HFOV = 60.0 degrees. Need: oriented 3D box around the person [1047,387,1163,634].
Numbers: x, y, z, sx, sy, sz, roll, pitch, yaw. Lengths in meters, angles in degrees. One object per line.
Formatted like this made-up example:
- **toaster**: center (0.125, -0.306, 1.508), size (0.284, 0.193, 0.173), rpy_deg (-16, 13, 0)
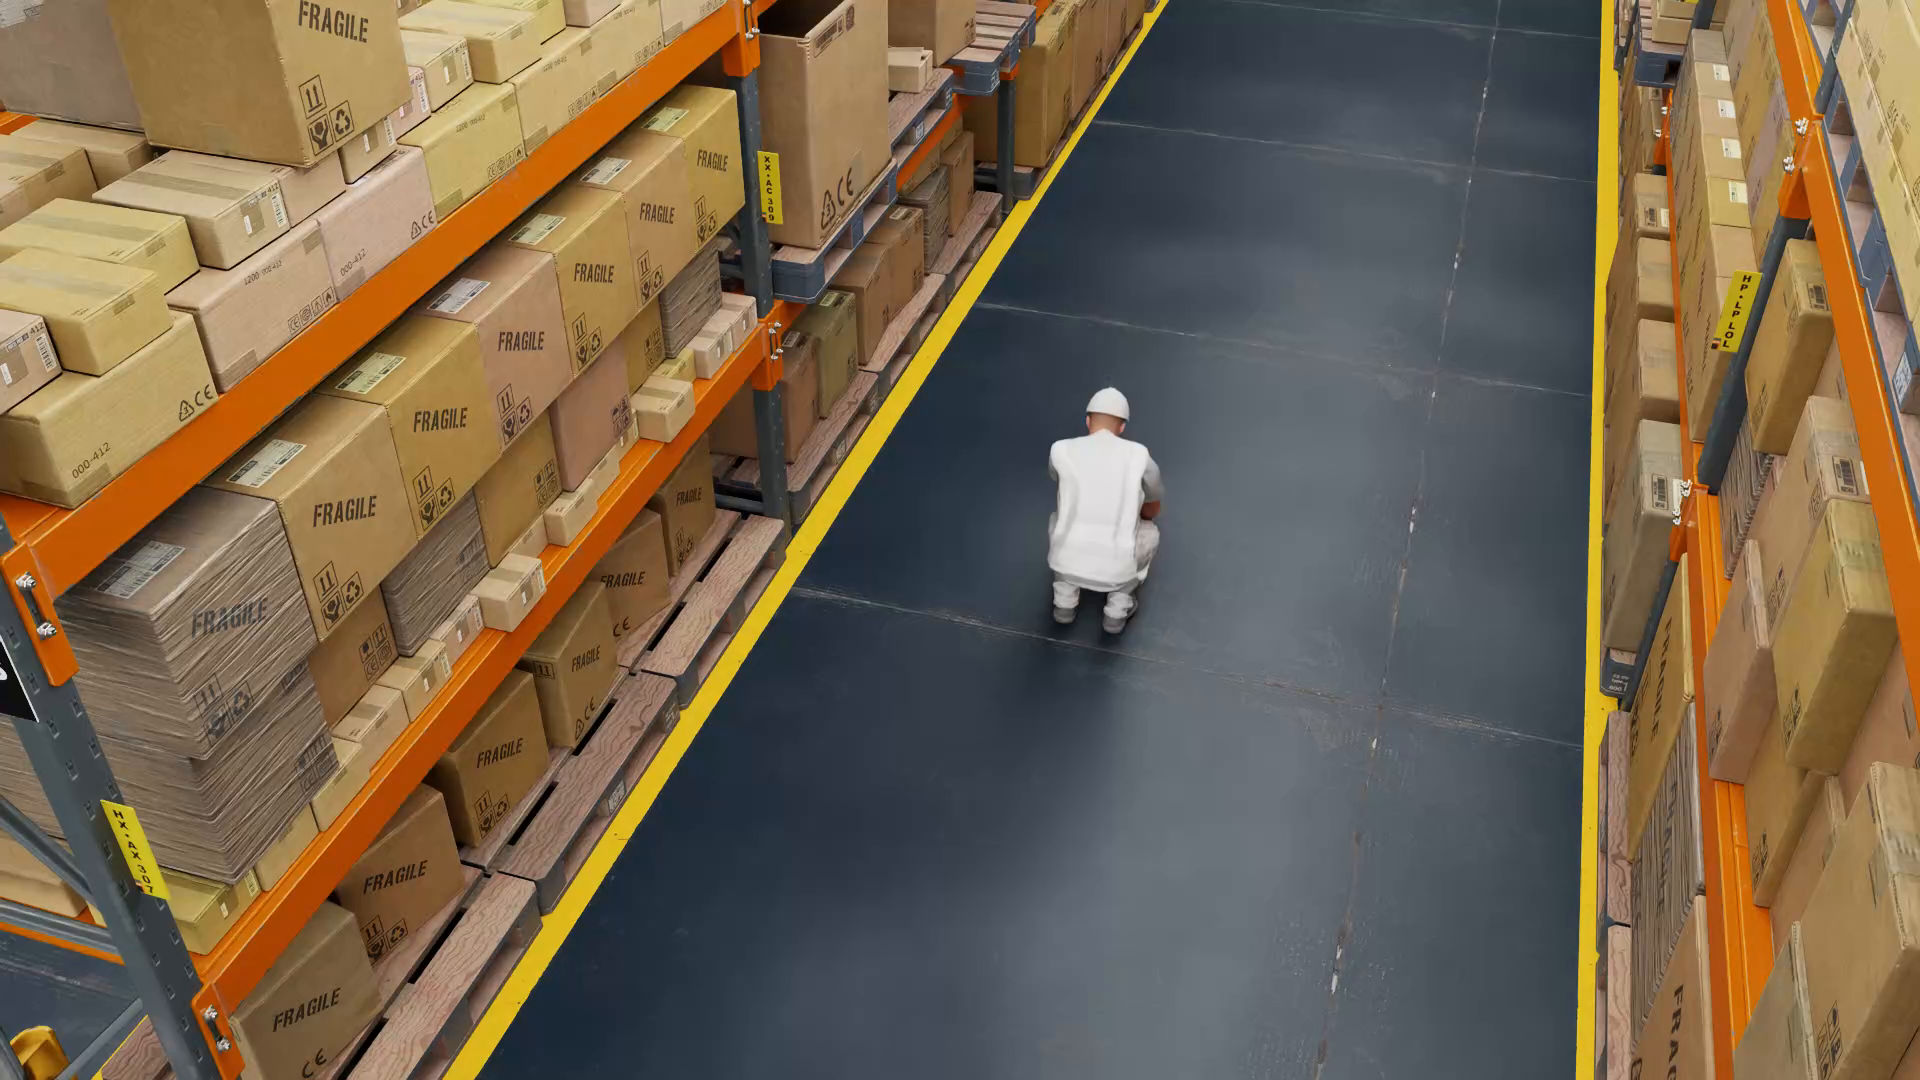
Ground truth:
- **person**: center (0.661, -0.140, 7.737), size (0.555, 0.990, 0.877), rpy_deg (10, 38, 14)
